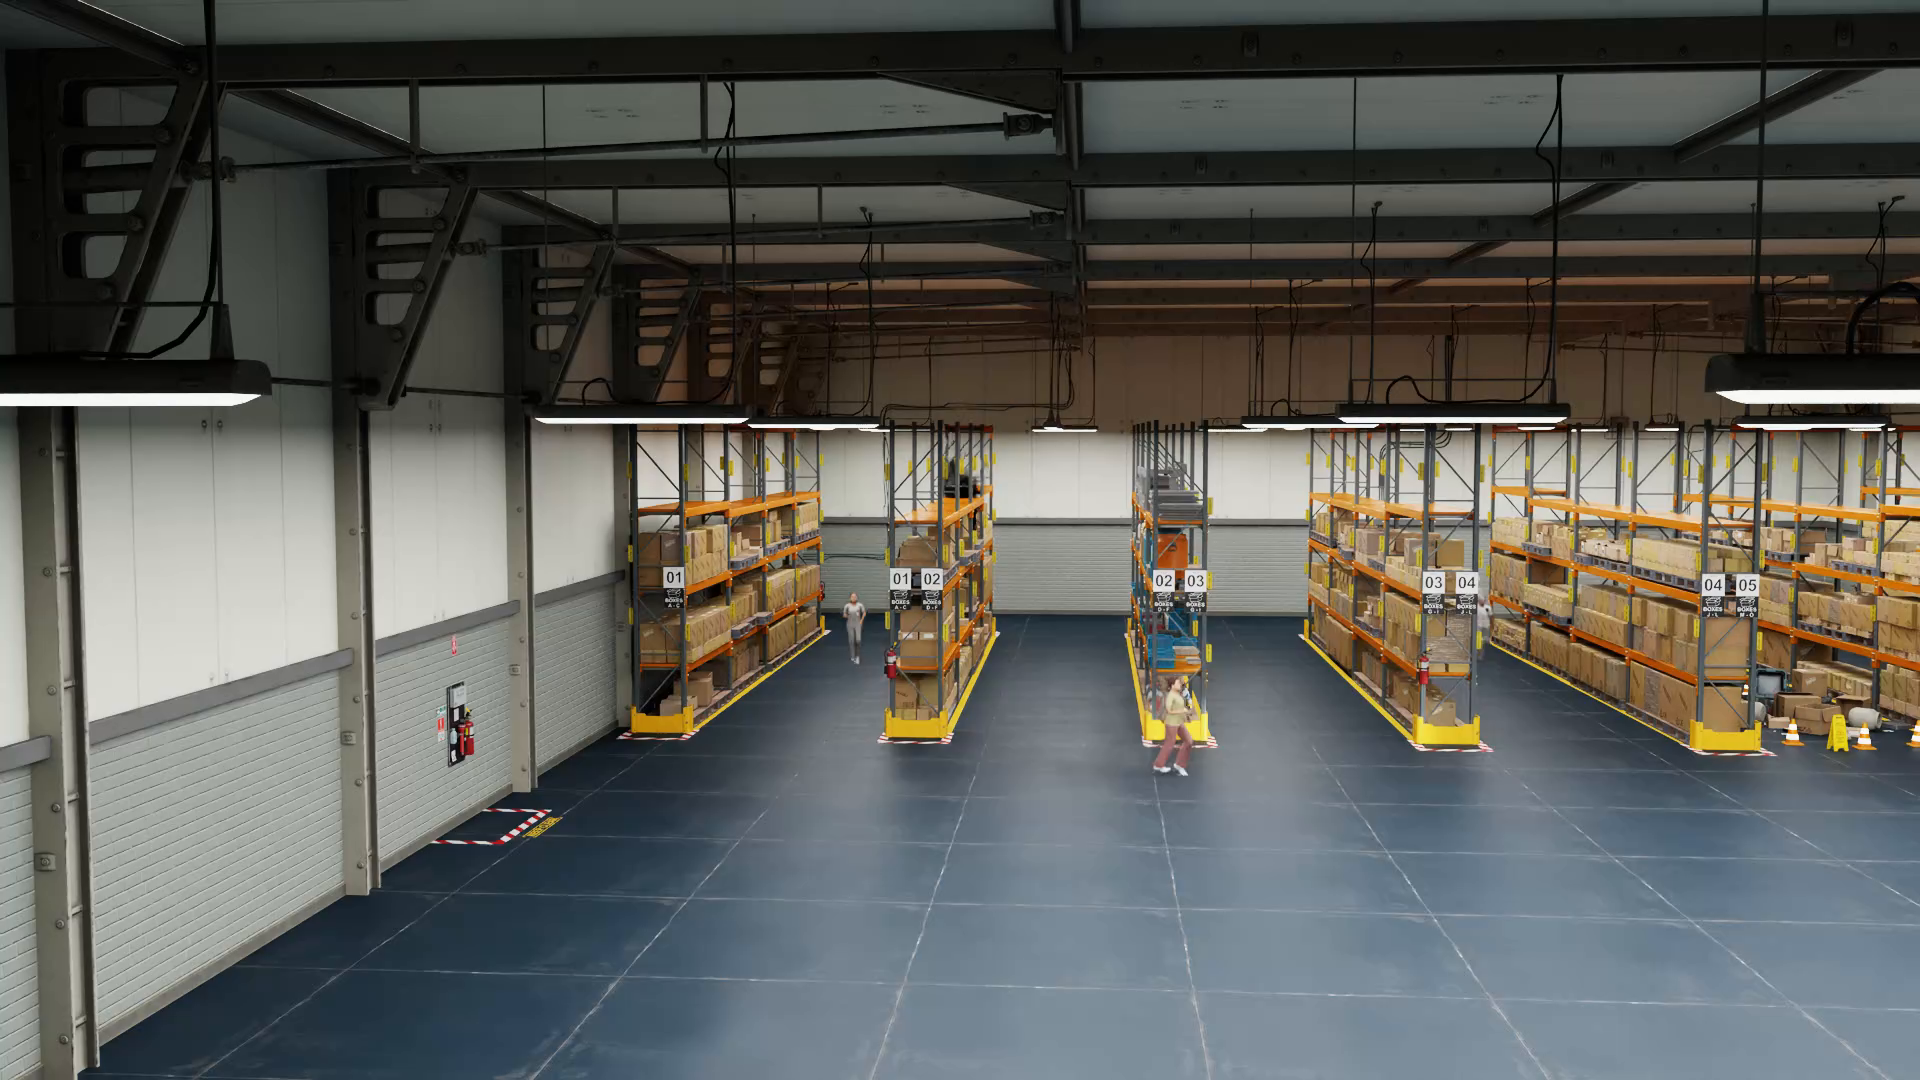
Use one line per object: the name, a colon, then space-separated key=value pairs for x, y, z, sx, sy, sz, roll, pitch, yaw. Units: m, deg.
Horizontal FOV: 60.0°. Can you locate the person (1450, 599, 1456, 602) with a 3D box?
person: x=13.407 y=1.955 z=45.947 sx=0.698 sy=1.755 sz=0.791 roll=2 pitch=4 yaw=32

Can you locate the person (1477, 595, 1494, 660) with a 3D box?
person: x=13.304 y=2.224 z=42.329 sx=0.581 sy=1.668 sz=0.474 roll=1 pitch=4 yaw=9

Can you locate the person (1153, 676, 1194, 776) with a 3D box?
person: x=3.578 y=3.131 z=27.881 sx=0.711 sy=1.710 sz=0.556 roll=2 pitch=4 yaw=30

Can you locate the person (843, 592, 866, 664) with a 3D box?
person: x=-2.525 y=2.111 z=39.670 sx=0.532 sy=1.719 sz=0.623 roll=0 pitch=4 yaw=-4
